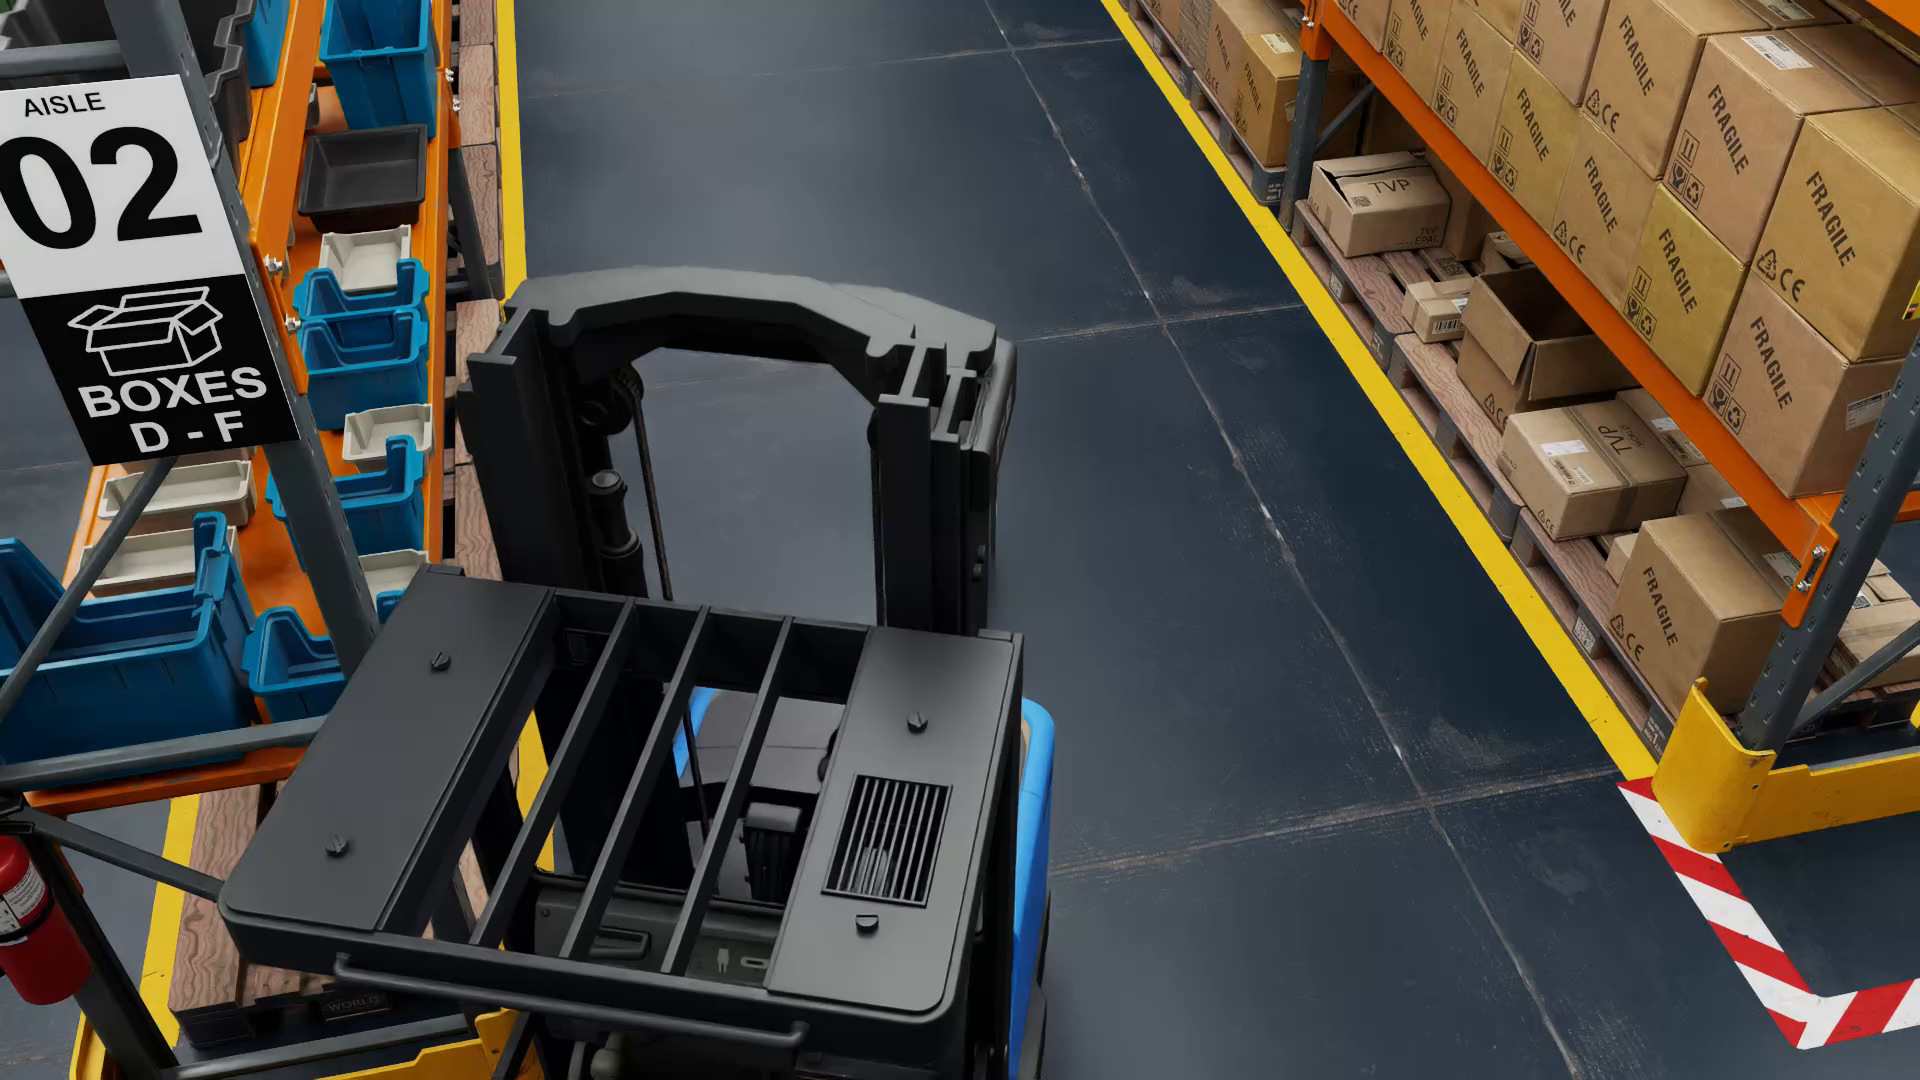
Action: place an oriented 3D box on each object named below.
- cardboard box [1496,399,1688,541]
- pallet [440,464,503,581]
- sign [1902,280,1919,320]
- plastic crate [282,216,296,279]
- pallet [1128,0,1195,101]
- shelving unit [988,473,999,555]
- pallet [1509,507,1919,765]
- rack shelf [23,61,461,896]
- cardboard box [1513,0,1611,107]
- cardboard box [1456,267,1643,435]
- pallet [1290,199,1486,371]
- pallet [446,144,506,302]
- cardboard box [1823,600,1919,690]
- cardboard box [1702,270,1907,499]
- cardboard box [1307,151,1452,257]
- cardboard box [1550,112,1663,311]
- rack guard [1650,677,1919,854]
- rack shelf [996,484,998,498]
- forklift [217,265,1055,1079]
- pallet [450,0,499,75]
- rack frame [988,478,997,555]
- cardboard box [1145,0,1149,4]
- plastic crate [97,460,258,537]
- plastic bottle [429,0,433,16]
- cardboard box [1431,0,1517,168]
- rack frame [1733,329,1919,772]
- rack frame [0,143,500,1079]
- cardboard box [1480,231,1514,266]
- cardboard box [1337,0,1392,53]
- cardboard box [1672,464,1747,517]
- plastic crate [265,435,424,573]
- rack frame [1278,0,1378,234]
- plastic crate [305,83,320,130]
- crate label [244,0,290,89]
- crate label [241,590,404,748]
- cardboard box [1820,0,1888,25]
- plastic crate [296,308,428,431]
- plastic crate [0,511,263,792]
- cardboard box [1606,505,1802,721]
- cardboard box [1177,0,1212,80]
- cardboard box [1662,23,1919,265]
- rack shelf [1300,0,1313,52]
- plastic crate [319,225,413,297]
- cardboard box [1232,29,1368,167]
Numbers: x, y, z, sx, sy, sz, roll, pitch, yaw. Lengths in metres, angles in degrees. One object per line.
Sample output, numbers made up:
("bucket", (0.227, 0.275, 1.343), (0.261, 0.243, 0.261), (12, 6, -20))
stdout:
("cardboard box", (2.476, -0.282, 6.547), (0.500, 0.250, 0.500), (-8, 42, -9))
("pallet", (-2.228, 0.213, 6.351), (1.003, 0.211, 1.213), (-8, 42, -9))
("sign", (2.464, -0.693, 4.161), (0.100, 0.325, 0.005), (-8, 42, -9))
("plastic crate", (-2.541, -1.055, 5.724), (0.437, 0.282, 0.530), (-8, 42, -9))
("pallet", (1.667, -3.072, 10.052), (1.003, 0.211, 1.213), (-8, 42, -9))
("shelving unit", (0.002, -0.331, 6.445), (0.258, 0.900, 0.210), (-8, 42, -9))
("pallet", (2.820, 0.269, 6.288), (1.003, 0.211, 1.213), (-8, 42, -9))
("rack shelf", (-2.259, -0.528, 5.627), (1.077, 0.370, 4.000), (-8, 42, -9))
("cardboard box", (2.308, -1.864, 5.762), (0.500, 0.500, 0.500), (-7, 42, -8))
("cardboard box", (2.557, -0.815, 6.957), (0.797, 0.503, 0.637), (-8, 42, -9))
("pallet", (2.294, -1.313, 8.070), (1.003, 0.211, 1.213), (-8, 42, -9))
("pallet", (-2.817, -1.557, 8.345), (1.003, 0.211, 1.213), (-8, 42, -9))
("cardboard box", (3.255, 0.373, 5.886), (0.380, 0.149, 0.250), (-8, 42, -9))
("cardboard box", (2.647, -0.497, 4.975), (0.500, 0.500, 0.500), (-7, 42, -8))
("cardboard box", (2.026, -1.657, 8.051), (0.500, 0.311, 0.500), (-8, 42, -9))
("cardboard box", (2.430, -1.157, 5.718), (0.500, 0.500, 0.500), (-8, 42, -9))
("rack guard", (2.993, 0.677, 5.610), (1.175, 0.500, 0.348), (-8, 42, -9))
("rack shelf", (0.002, -0.239, 6.527), (0.258, 0.077, 0.200), (-8, 42, -9))
("forklift", (-0.475, 1.067, 3.340), (1.130, 2.935, 3.031), (6, 42, 7))
("pallet", (-3.343, -3.138, 10.127), (1.003, 0.211, 1.213), (-8, 42, -9))
("rack frame", (0.024, -0.265, 6.371), (0.240, 0.900, 0.006), (-8, 42, -9))
("cardboard box", (1.324, -3.623, 10.124), (0.500, 0.500, 0.500), (-9, 42, -10))
("plastic crate", (-2.229, -0.117, 4.776), (0.396, 0.136, 0.243), (-8, 42, -9))
("plastic bottle", (-2.382, -2.435, 7.322), (0.061, 0.283, 0.133), (-8, 42, -9))
("cardboard box", (2.210, -1.813, 6.457), (0.500, 0.500, 0.500), (-9, 42, -10))
("rack frame", (3.010, -0.208, 4.725), (1.000, 3.000, 0.127), (-8, 42, -9))
("rack frame", (-1.828, 0.499, 3.928), (1.000, 3.000, 0.127), (-8, 42, -9))
("cardboard box", (2.686, -1.336, 7.812), (0.380, 0.149, 0.250), (-8, 42, -9))
("cardboard box", (1.990, -2.469, 7.196), (0.500, 0.500, 0.500), (-7, 42, -8))
("cardboard box", (3.062, -0.061, 6.300), (0.500, 0.250, 0.500), (-8, 42, -9))
("plastic crate", (-1.701, -0.095, 4.678), (0.416, 0.233, 0.300), (-8, 42, -9))
("rack frame", (2.147, -2.801, 7.646), (1.000, 3.000, 0.127), (-8, 42, -9))
("plastic crate", (-2.730, -1.695, 6.554), (0.396, 0.136, 0.243), (-8, 42, -9))
("crate label", (-1.711, -1.211, 3.707), (0.408, 0.251, 0.502), (-8, 42, -9))
("crate label", (-1.559, 0.332, 4.197), (0.416, 0.233, 0.303), (-8, 42, -9))
("cardboard box", (2.948, -1.608, 5.473), (0.500, 0.500, 0.500), (-8, 42, -9))
("plastic crate", (-1.844, -0.521, 5.159), (0.416, 0.233, 0.300), (-8, 42, -9))
("plastic crate", (-2.082, 0.273, 4.111), (0.616, 0.435, 0.499), (-8, 42, -9))
("cardboard box", (2.652, 0.245, 5.766), (0.500, 0.500, 0.500), (-8, 42, -9))
("cardboard box", (1.554, -2.956, 9.372), (0.500, 0.500, 0.500), (-8, 42, -9))
("cardboard box", (2.535, -1.196, 5.009), (0.500, 0.500, 0.500), (-7, 42, -8))
("rack shelf", (1.715, -3.828, 9.345), (1.077, 0.370, 4.000), (-8, 42, -9))
("plastic crate", (-2.022, -0.932, 5.693), (0.293, 0.136, 0.466), (-8, 42, -9))
("cardboard box", (1.760, -2.309, 8.644), (0.500, 0.500, 0.500), (-9, 42, -10))
